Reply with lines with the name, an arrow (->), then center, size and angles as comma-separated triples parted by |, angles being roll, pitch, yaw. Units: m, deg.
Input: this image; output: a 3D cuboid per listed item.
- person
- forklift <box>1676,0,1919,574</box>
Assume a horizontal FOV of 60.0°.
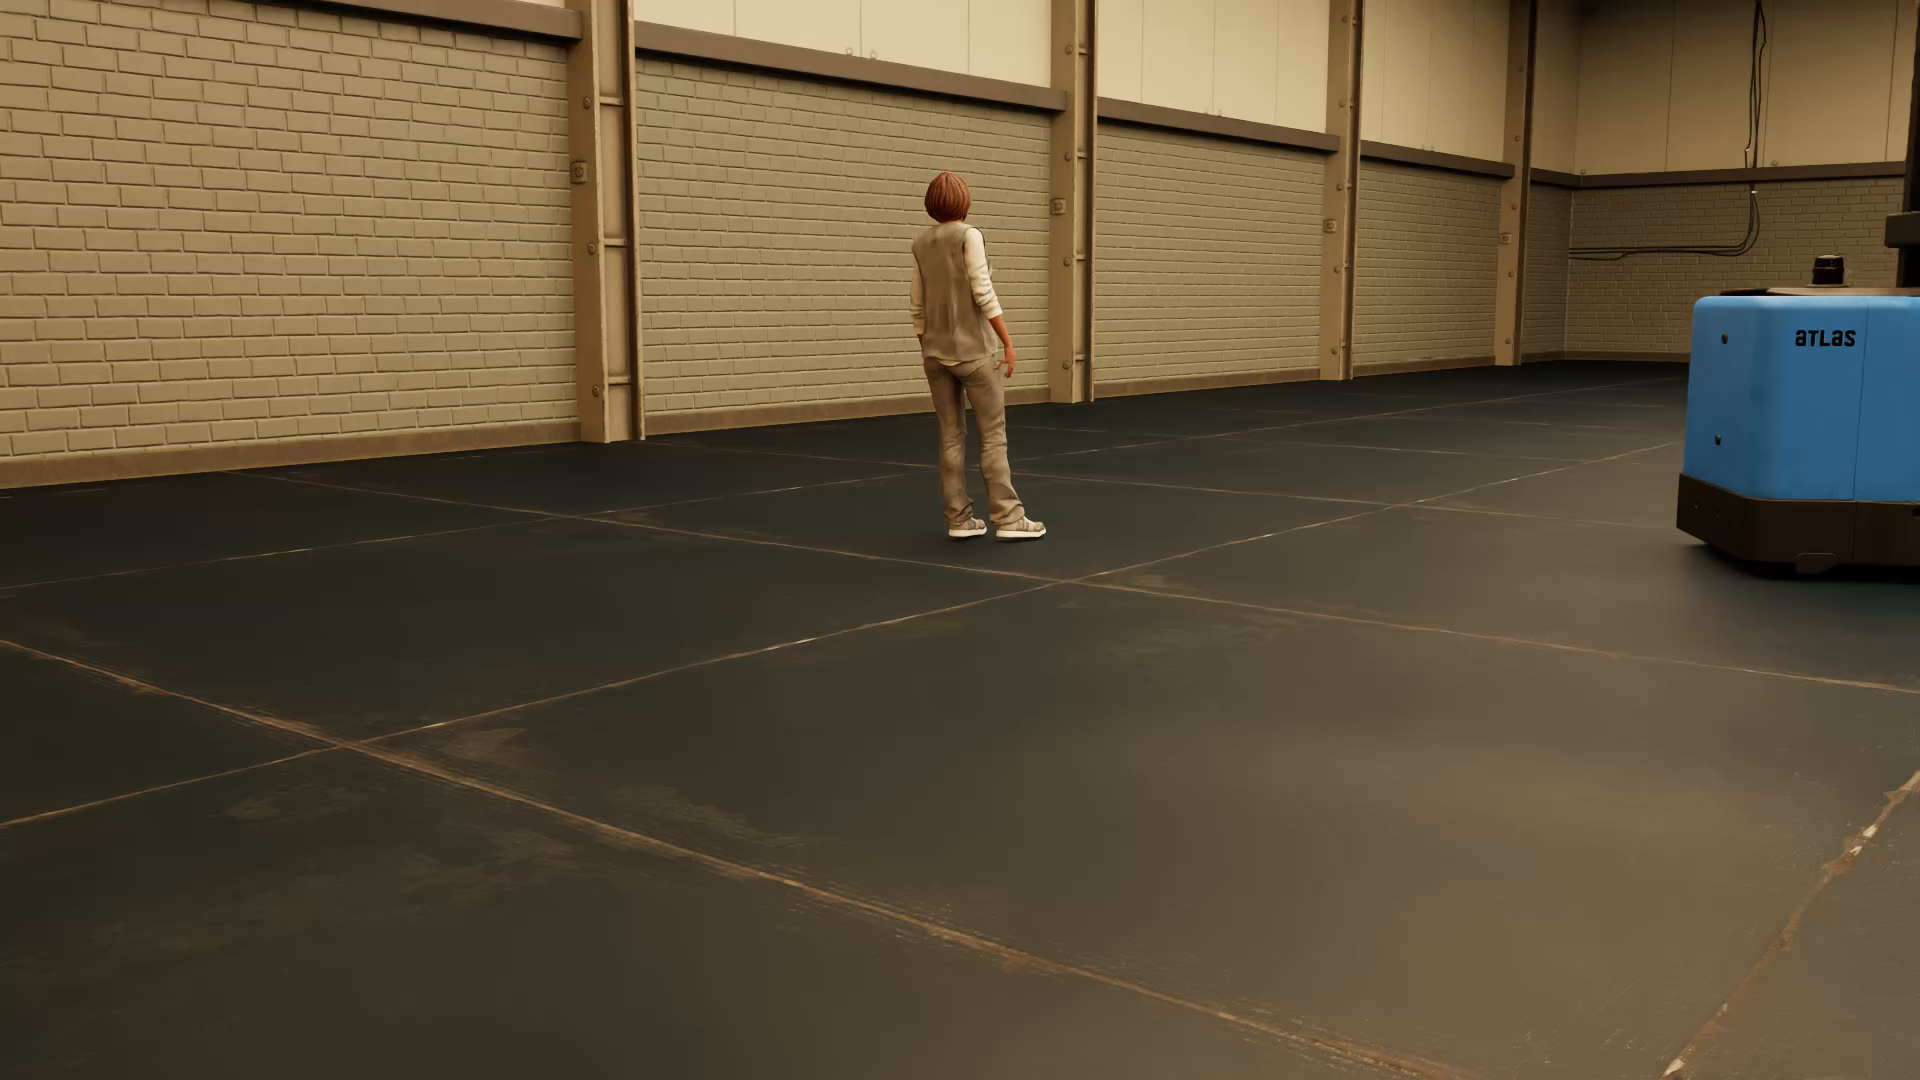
person -> 0.057, -0.804, 7.336 | 0.520, 1.597, 0.475 | 7, 11, 38
forklift -> 4.569, -1.339, 6.433 | 3.031, 2.935, 1.130 | 1, 8, 8
